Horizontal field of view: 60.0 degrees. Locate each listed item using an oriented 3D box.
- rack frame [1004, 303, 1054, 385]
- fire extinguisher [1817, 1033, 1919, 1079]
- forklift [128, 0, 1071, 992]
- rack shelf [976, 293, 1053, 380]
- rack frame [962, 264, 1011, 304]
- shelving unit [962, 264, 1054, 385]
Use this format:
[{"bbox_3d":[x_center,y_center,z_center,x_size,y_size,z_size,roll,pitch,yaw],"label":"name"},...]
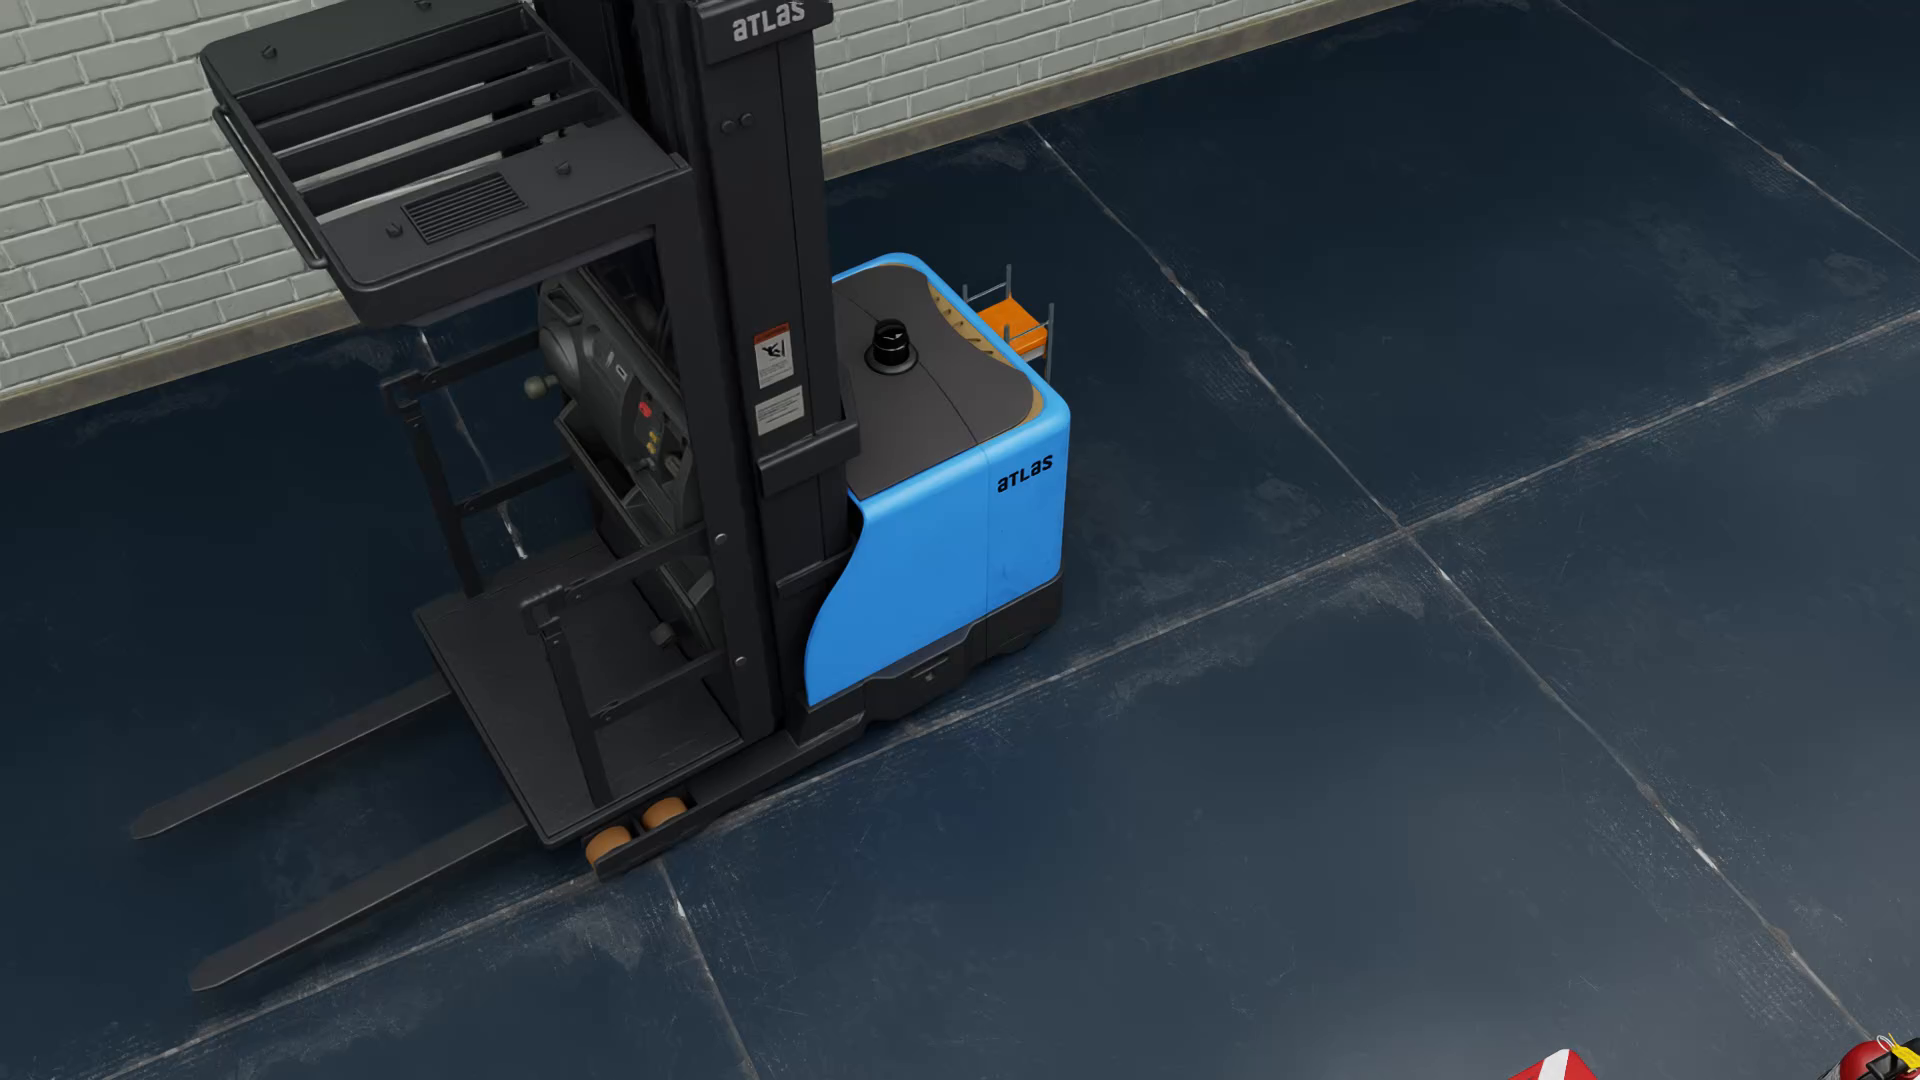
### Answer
[{"bbox_3d":[0.230,-0.401,5.903,0.200,1.050,0.008,-27,54,-22],"label":"rack frame"},{"bbox_3d":[1.917,1.187,3.518,0.296,0.674,0.183,-21,52,-18],"label":"fire extinguisher"},{"bbox_3d":[-1.146,-0.352,4.610,3.031,2.935,1.130,-27,54,-21],"label":"forklift"},{"bbox_3d":[0.160,-0.656,5.764,0.215,0.259,0.240,-27,54,-22],"label":"rack shelf"},{"bbox_3d":[0.091,-0.552,6.035,0.200,1.050,0.008,-27,54,-22],"label":"rack frame"},{"bbox_3d":[0.160,-0.476,5.969,0.215,1.050,0.252,-27,54,-22],"label":"shelving unit"}]
